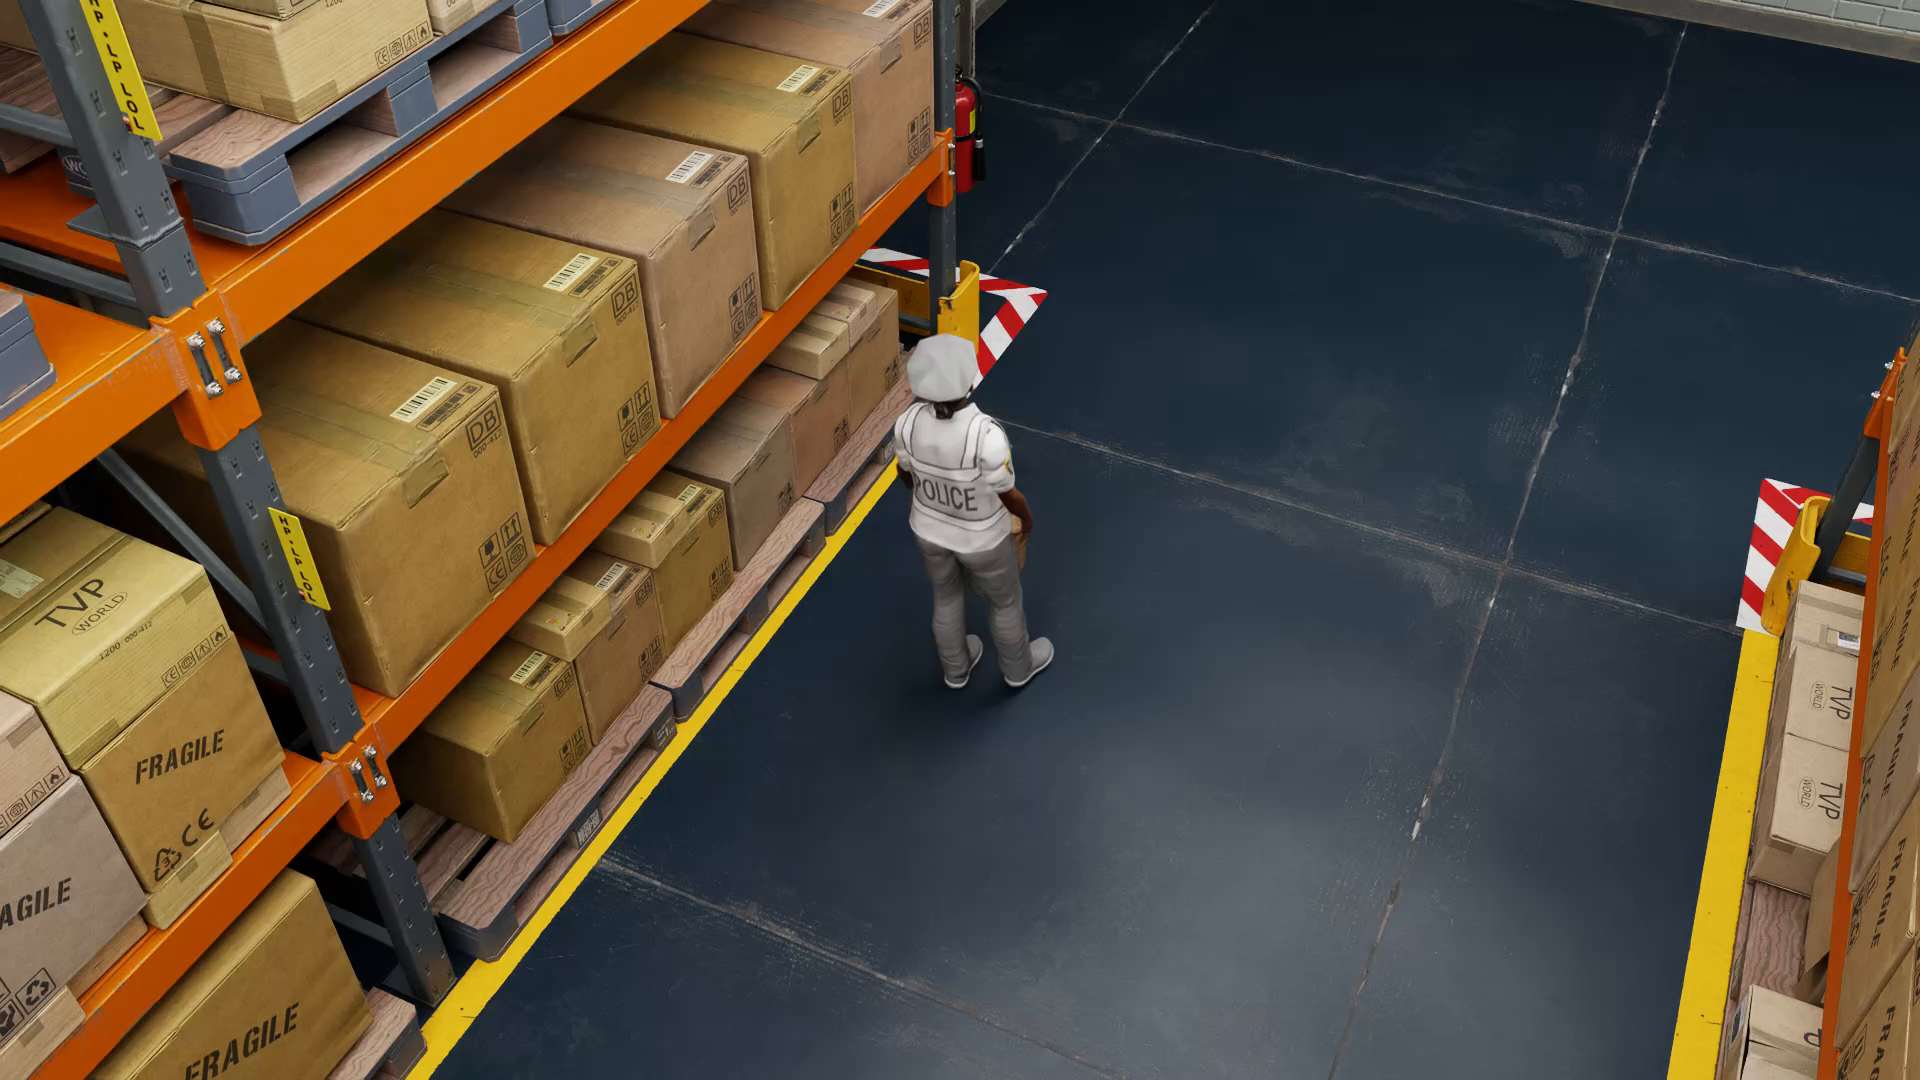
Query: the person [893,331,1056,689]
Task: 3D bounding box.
[{"bbox_3d":[0.054,-0.096,6.227,0.560,1.697,0.530,17,45,18],"label":"person"}]
